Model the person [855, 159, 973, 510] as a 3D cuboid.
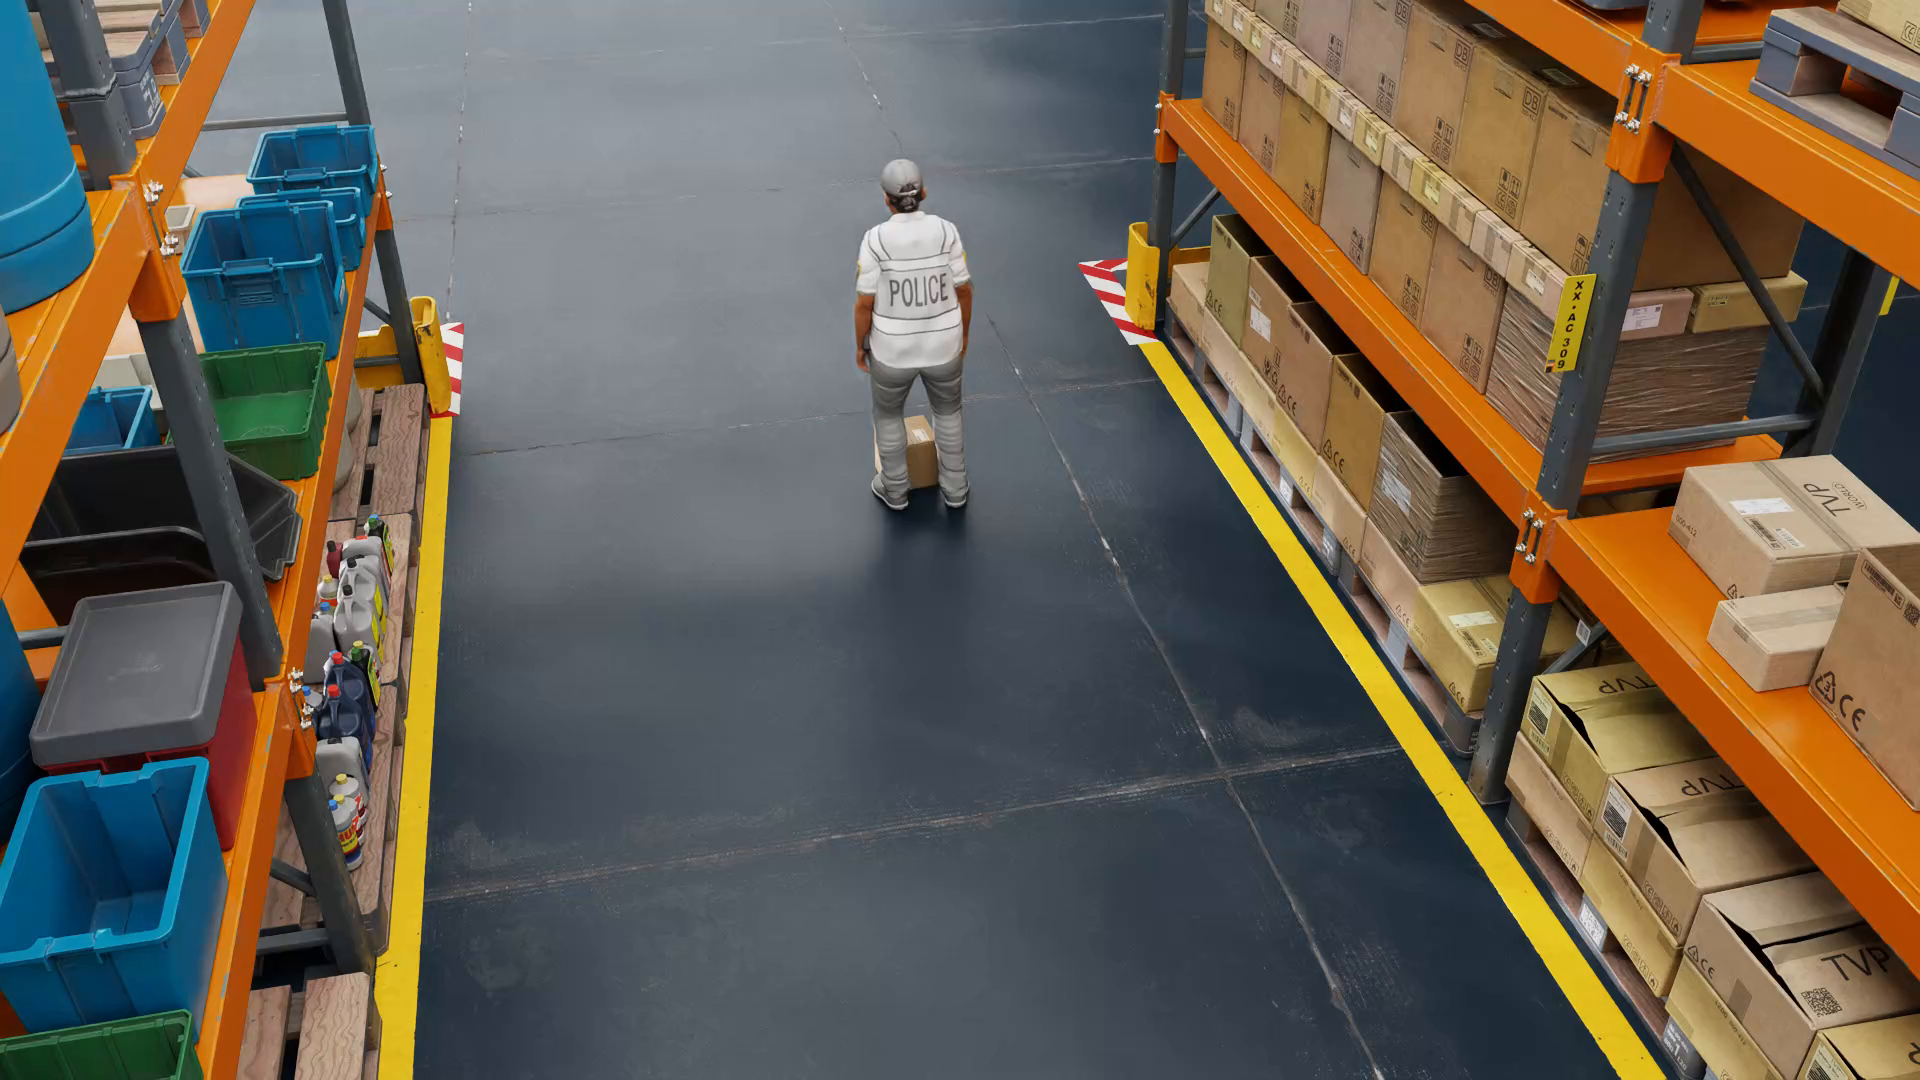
[{"bbox_3d":[-0.203,-0.877,7.411,0.541,1.666,0.468,-8,35,-11],"label":"person"}]
